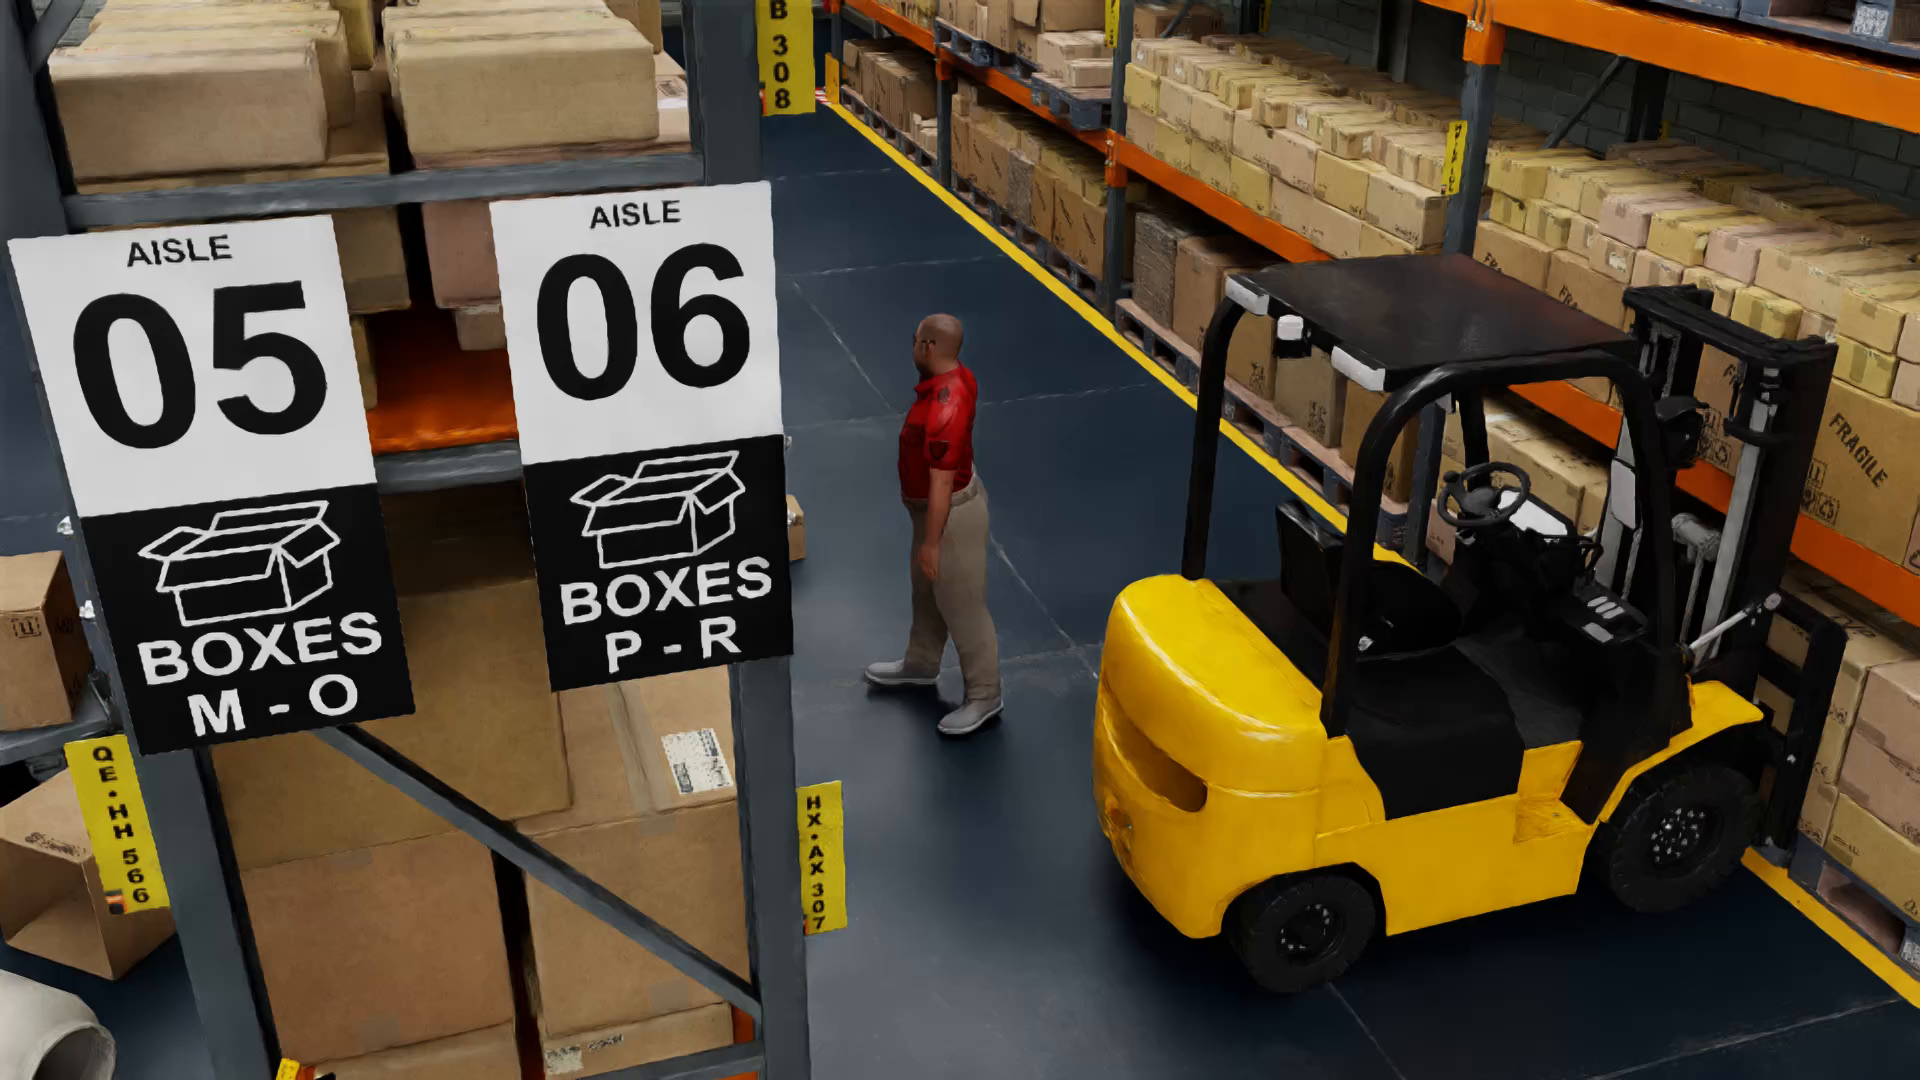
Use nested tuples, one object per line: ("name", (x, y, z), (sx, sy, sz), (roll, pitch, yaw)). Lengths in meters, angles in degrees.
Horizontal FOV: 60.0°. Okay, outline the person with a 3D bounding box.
("person", (-0.116, -0.103, 6.791), (0.594, 1.723, 0.659), (-1, 26, -1))
